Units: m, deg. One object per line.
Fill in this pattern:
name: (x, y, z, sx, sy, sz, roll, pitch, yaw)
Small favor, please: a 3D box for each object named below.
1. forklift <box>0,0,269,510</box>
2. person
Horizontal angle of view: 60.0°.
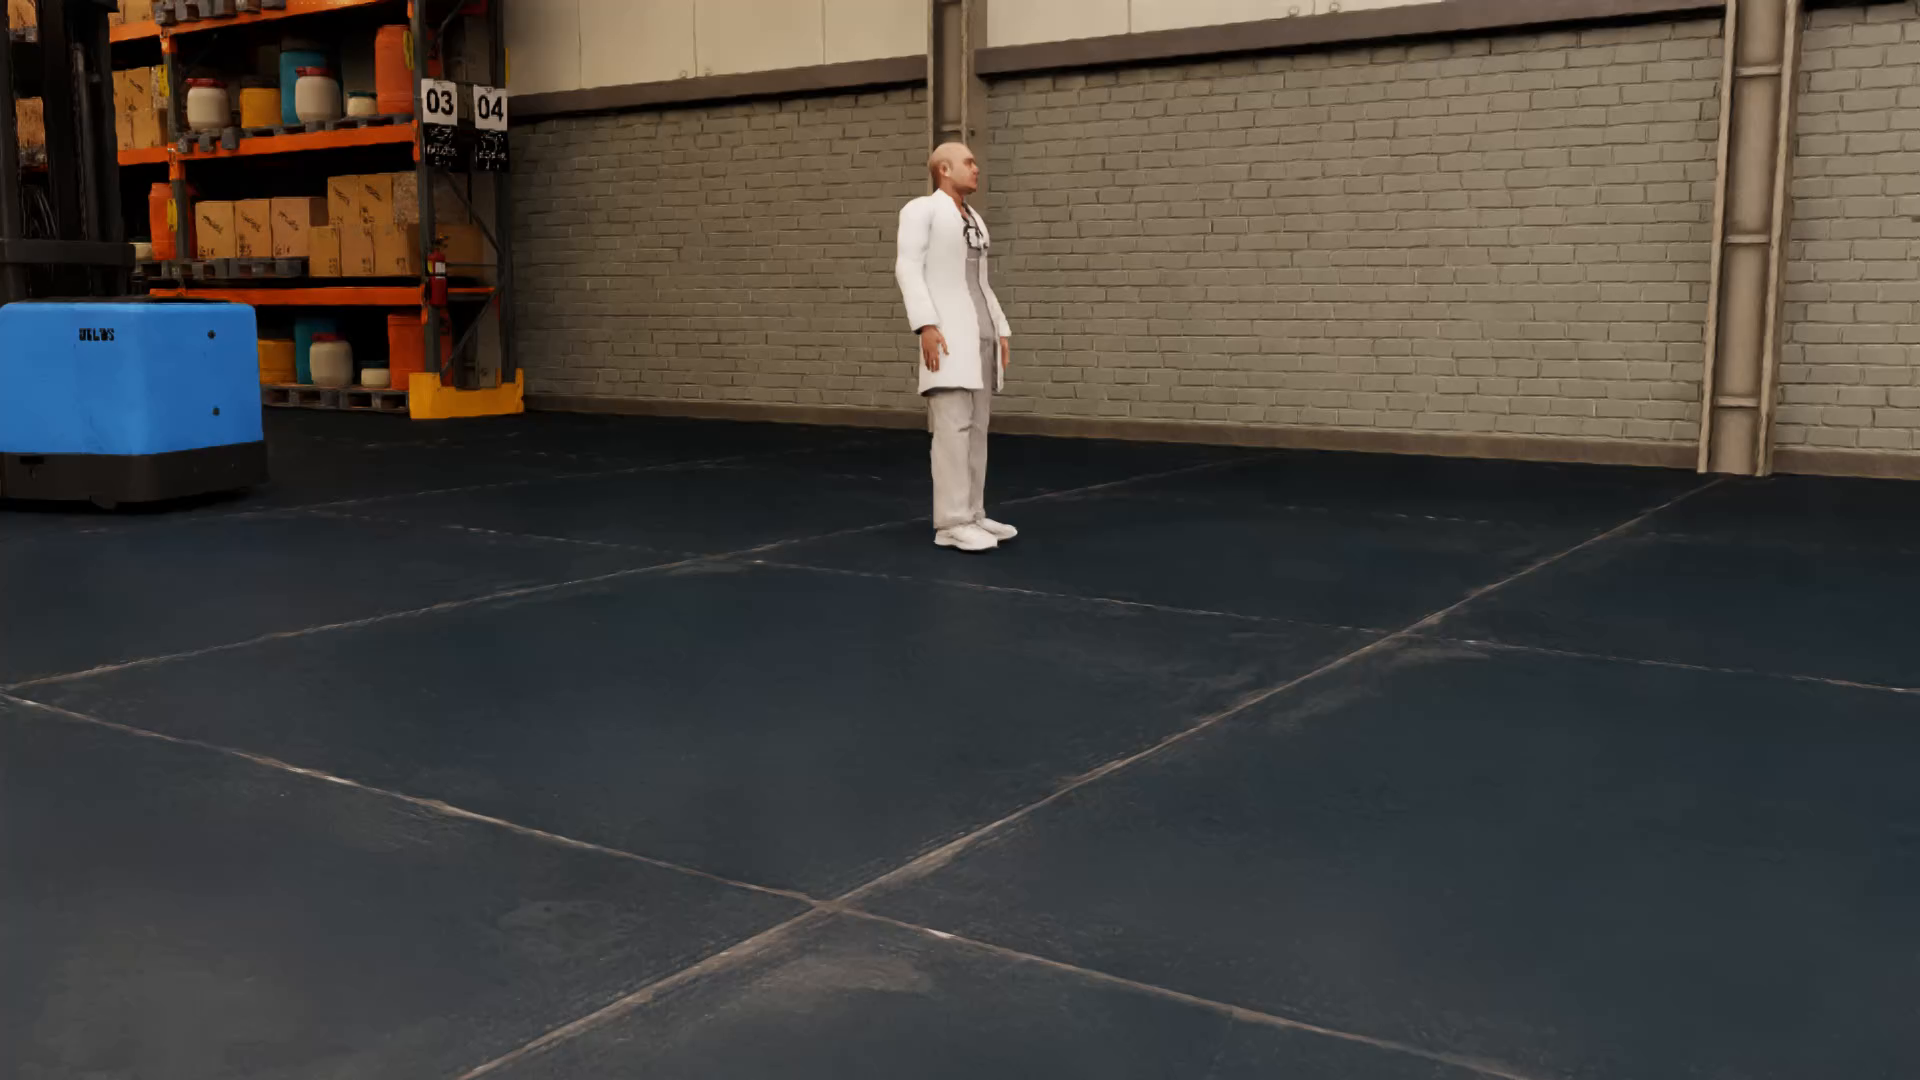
forklift: (-5.470, -1.693, 9.095, 3.031, 2.935, 1.130, 2, 8, 14)
person: (0.073, -0.879, 7.423, 0.579, 1.776, 0.694, 5, 10, 34)
